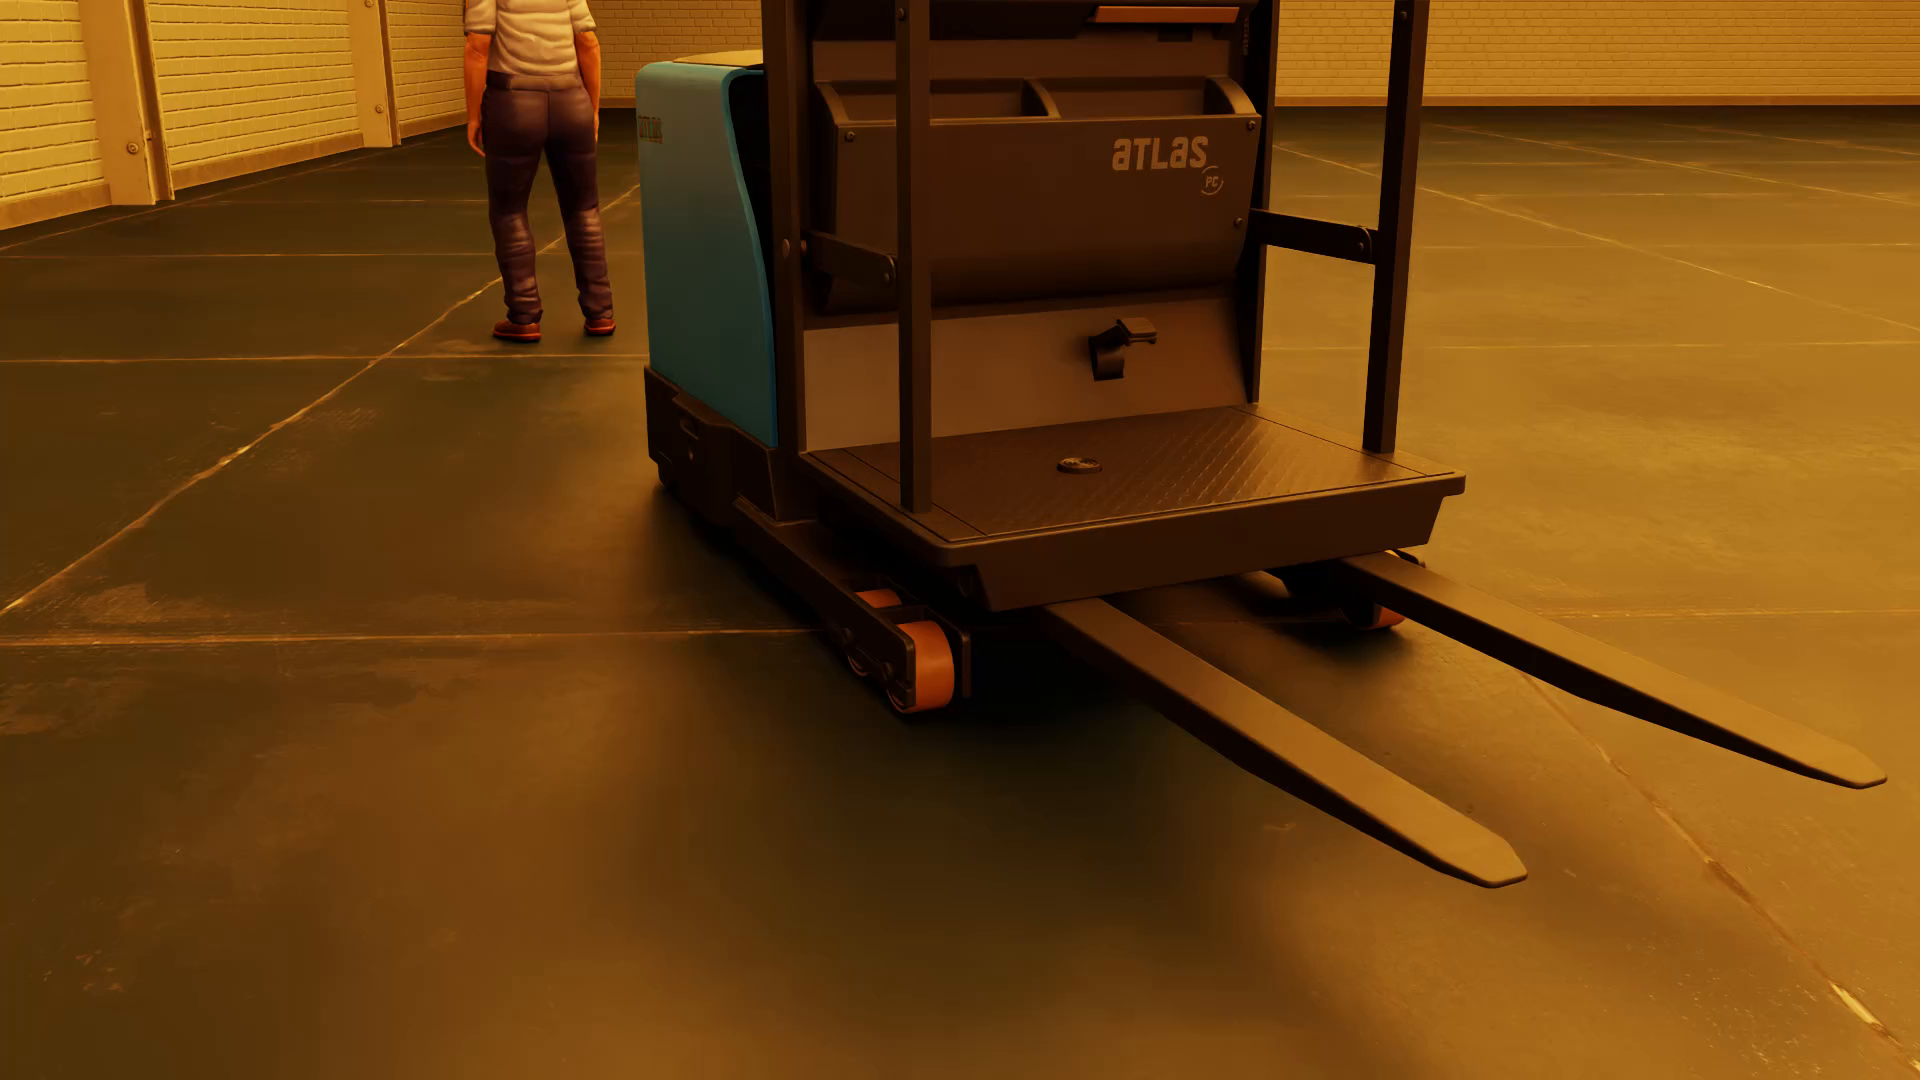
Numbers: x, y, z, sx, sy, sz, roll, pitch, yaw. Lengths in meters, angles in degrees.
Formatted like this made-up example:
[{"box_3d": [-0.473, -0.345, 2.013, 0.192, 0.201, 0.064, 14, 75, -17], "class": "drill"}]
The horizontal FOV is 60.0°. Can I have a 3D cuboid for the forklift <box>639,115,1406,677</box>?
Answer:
[{"box_3d": [0.255, -1.240, 2.961, 1.121, 2.935, 3.031, -8, 19, -24], "class": "forklift"}]

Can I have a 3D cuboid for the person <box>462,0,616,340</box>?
[{"box_3d": [-1.596, -1.592, 6.304, 0.559, 1.651, 0.375, -10, 20, -30], "class": "person"}]
